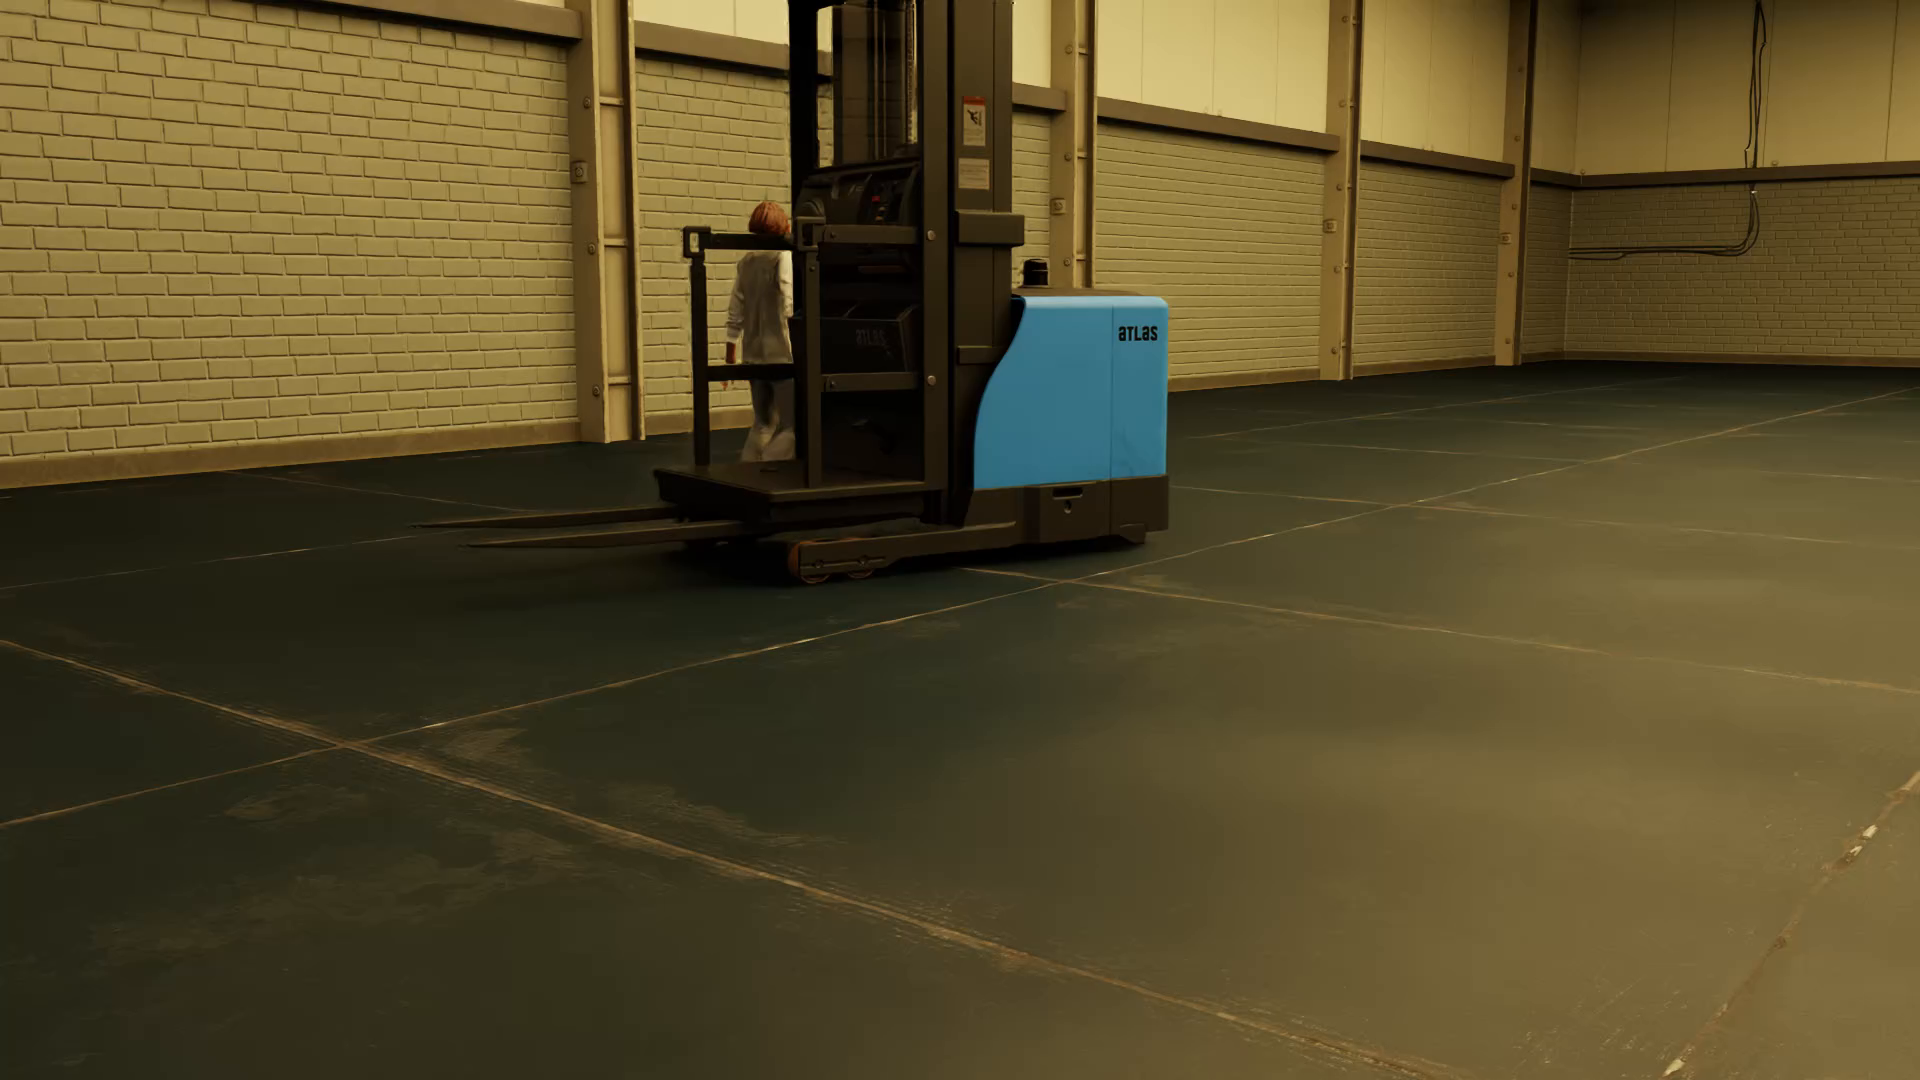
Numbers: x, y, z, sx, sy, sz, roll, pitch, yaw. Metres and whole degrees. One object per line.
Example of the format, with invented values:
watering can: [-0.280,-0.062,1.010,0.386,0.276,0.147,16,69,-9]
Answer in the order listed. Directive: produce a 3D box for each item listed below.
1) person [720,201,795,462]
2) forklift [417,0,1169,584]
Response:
person: [-0.944,-0.856,8.098,0.418,1.566,0.725,-7,11,-40]
forklift: [-0.603,-1.371,6.648,3.031,2.935,1.130,-5,10,-33]
